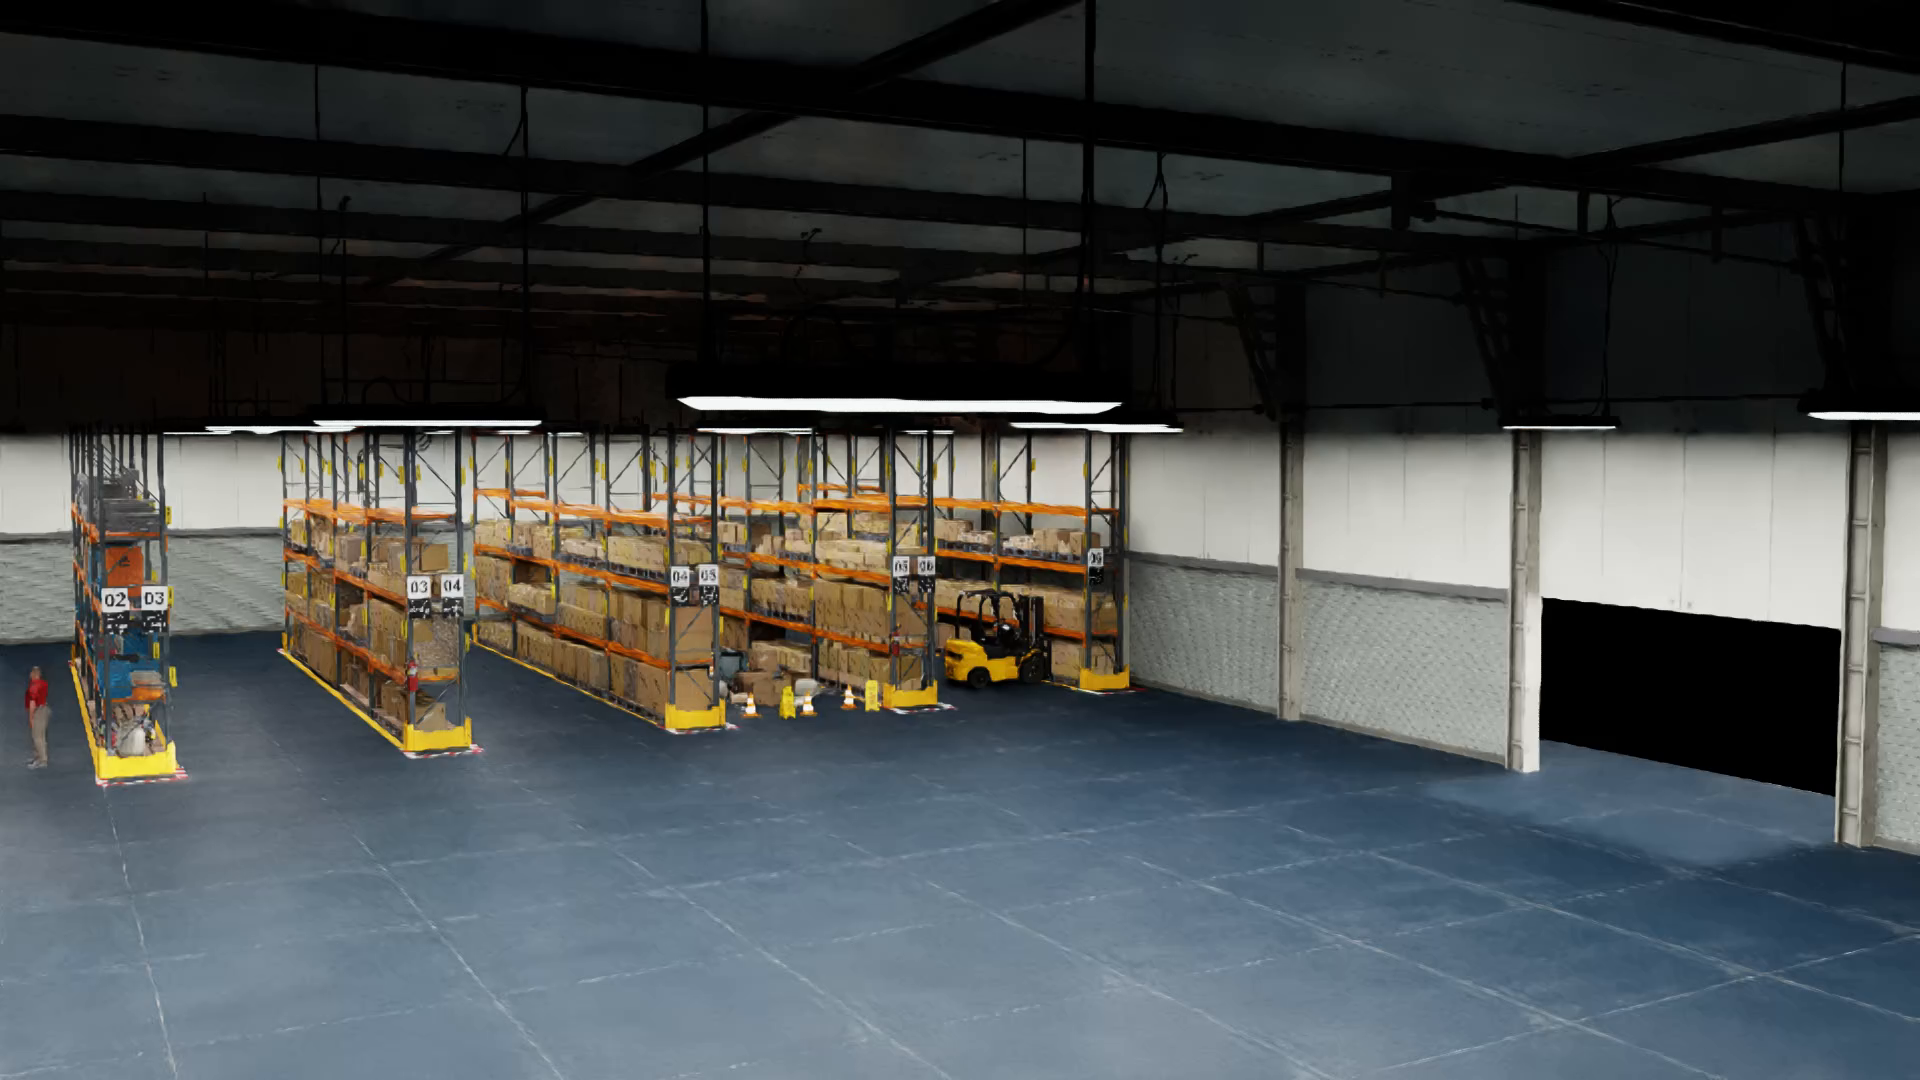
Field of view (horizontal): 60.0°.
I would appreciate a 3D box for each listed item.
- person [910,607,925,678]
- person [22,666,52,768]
[{"bbox_3d":[-1.113,2.432,39.489,0.569,1.668,0.563,0,4,2],"label":"person"},{"bbox_3d":[-16.084,3.062,28.900,0.498,1.731,0.588,0,4,-7],"label":"person"}]
